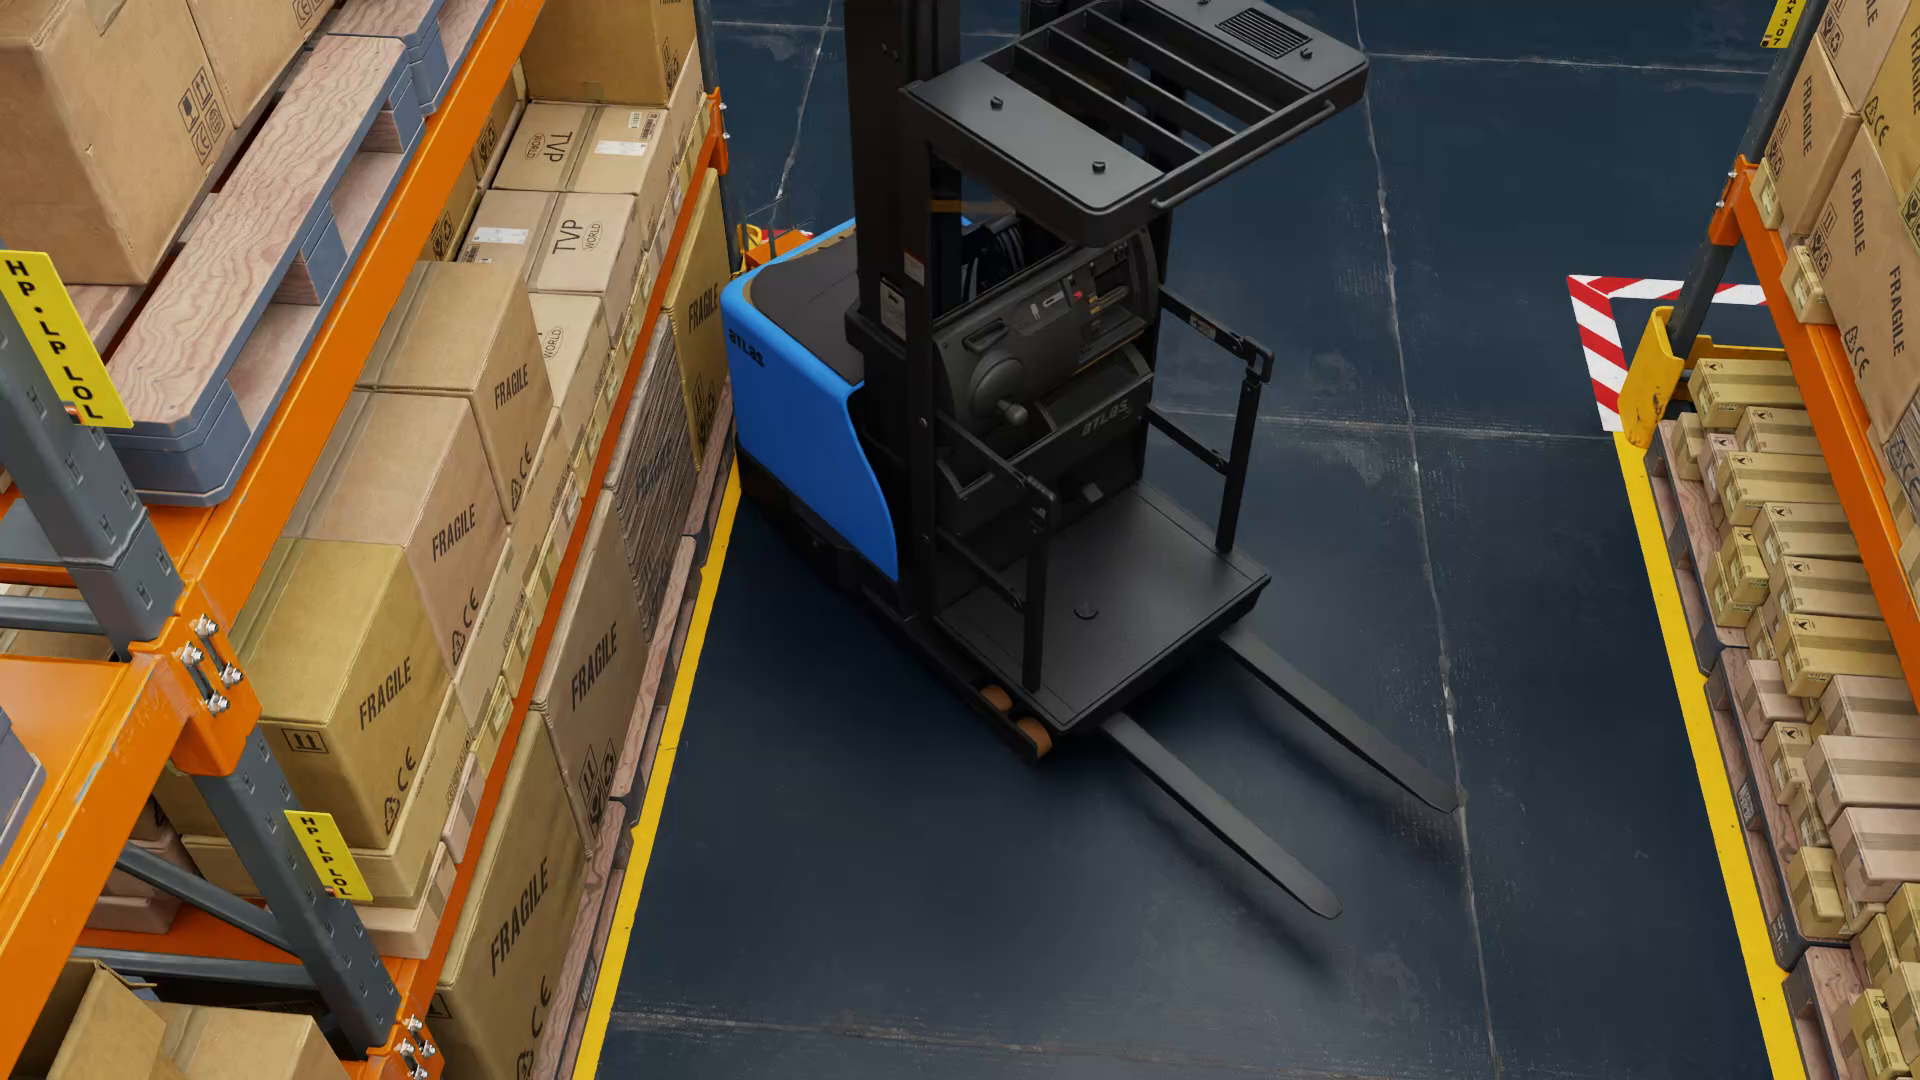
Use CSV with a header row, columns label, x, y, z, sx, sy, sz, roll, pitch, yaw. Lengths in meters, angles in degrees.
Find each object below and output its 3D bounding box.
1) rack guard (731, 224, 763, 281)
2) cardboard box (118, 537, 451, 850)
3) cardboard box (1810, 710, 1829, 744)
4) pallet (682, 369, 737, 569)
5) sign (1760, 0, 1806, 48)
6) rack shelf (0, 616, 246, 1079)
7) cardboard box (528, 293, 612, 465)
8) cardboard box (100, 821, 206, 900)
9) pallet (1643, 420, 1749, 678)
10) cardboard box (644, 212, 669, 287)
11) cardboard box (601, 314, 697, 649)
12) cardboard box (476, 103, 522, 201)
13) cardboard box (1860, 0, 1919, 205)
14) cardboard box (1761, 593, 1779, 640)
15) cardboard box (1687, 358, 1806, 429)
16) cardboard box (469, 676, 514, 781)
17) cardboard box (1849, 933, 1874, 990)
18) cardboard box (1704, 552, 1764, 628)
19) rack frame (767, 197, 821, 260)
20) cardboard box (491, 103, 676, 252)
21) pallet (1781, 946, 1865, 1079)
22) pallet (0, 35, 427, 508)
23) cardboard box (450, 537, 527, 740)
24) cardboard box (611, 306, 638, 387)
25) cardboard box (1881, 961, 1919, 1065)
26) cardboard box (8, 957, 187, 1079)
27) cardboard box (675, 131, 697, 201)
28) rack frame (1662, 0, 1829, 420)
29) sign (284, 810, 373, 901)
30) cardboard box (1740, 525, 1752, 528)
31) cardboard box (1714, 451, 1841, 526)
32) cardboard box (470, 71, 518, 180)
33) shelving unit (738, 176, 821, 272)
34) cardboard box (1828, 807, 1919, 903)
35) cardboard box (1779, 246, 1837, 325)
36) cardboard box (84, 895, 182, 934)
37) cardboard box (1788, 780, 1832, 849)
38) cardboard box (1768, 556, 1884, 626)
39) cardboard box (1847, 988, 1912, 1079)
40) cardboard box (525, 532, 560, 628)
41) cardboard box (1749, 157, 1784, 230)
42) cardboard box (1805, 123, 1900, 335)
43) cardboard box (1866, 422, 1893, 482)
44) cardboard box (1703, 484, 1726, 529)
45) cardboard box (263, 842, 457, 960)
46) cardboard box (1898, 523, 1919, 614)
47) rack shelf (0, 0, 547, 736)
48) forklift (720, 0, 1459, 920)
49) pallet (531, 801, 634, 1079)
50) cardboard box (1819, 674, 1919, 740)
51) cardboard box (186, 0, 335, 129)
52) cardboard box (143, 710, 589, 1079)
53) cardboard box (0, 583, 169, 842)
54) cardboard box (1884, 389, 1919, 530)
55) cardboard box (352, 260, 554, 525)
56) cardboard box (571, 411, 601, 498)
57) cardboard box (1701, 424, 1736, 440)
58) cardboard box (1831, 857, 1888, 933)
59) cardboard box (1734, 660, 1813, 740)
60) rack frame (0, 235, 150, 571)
label,x,y,z,sx,sy,sz,roll,pitch,yaw
rack guard,-1.464,-1.132,7.446,1.175,0.500,0.348,4,48,4
cardboard box,-1.532,0.344,3.795,0.500,0.500,0.500,4,48,4
cardboard box,3.066,0.704,5.519,0.380,0.149,0.250,6,48,5
pallet,-1.461,-0.424,6.995,1.003,0.211,1.213,4,48,4
sign,2.924,-1.879,5.849,0.100,0.325,0.005,4,48,4
rack shelf,-2.013,1.682,1.634,1.077,0.370,4.000,4,48,4
cardboard box,-1.382,-0.504,5.078,0.500,0.250,0.500,4,48,4
cardboard box,-2.052,0.590,4.078,0.500,0.250,0.500,3,48,3
pallet,3.348,0.042,6.569,1.003,0.211,1.213,4,48,4
cardboard box,-1.241,-1.029,5.829,0.380,0.149,0.250,5,48,4
cardboard box,-1.528,-0.238,6.090,0.875,0.875,0.875,4,48,4
cardboard box,-1.820,-1.291,5.798,0.500,0.250,0.500,3,48,3
cardboard box,3.119,-1.338,4.994,0.500,0.500,0.500,5,48,5
cardboard box,3.084,0.304,5.885,0.380,0.149,0.250,2,48,2
cardboard box,3.078,-0.568,6.481,0.380,0.149,0.250,2,48,2
cardboard box,-1.425,0.485,4.444,0.380,0.149,0.250,5,48,5
cardboard box,3.008,1.329,5.149,0.380,0.149,0.250,3,48,3
cardboard box,3.007,0.195,6.186,0.380,0.149,0.250,4,48,4
rack frame,-0.628,-0.836,6.702,0.240,1.200,0.006,-33,56,-27
cardboard box,-1.293,-1.261,5.771,0.500,0.250,0.500,3,48,3
pallet,3.125,1.835,4.929,1.003,0.211,1.213,4,48,4
pallet,-1.746,-0.601,3.295,1.003,0.211,1.213,4,48,4
cardboard box,-1.477,0.239,4.399,0.500,0.250,0.500,4,48,3
cardboard box,-1.285,-0.648,5.480,0.380,0.149,0.250,4,48,4
cardboard box,2.872,1.356,4.721,0.380,0.149,0.250,3,48,3
cardboard box,-1.881,1.079,2.983,0.797,0.503,0.637,3,48,3
cardboard box,-1.193,-1.398,6.166,0.380,0.149,0.250,4,48,4
rack frame,3.464,-1.550,6.135,1.000,3.000,0.127,4,48,4
sign,-1.289,0.647,3.395,0.100,0.325,0.005,4,48,4
cardboard box,3.145,-0.079,6.235,0.380,0.149,0.250,4,48,4
cardboard box,3.022,-0.181,6.127,0.380,0.149,0.250,4,48,3
cardboard box,-1.824,-1.559,5.535,0.500,0.500,0.500,3,48,3
shelving unit,-0.688,-0.887,6.748,0.258,1.200,0.189,-33,56,-27
cardboard box,2.906,0.966,5.078,0.380,0.149,0.250,2,48,2
cardboard box,3.048,-0.865,5.679,0.380,0.149,0.250,3,48,2
cardboard box,-2.129,0.820,4.137,0.380,0.149,0.250,4,48,4
cardboard box,2.981,0.951,5.495,0.380,0.149,0.250,5,48,4
cardboard box,3.047,0.210,5.769,0.380,0.149,0.250,6,48,5
cardboard box,2.831,1.459,4.829,0.380,0.149,0.250,2,48,2
cardboard box,-1.380,0.103,4.793,0.380,0.149,0.250,3,48,3
cardboard box,3.108,-1.249,6.030,0.380,0.149,0.250,4,48,3
cardboard box,3.125,-0.978,5.342,0.500,0.500,0.500,4,48,4
cardboard box,3.061,-0.289,5.151,0.380,0.149,0.250,3,48,3
cardboard box,3.155,-0.168,6.518,0.380,0.149,0.250,4,48,3
cardboard box,-1.472,0.871,4.091,0.380,0.149,0.250,4,48,4
cardboard box,2.963,0.095,4.801,0.380,0.149,0.250,5,48,4
rack shelf,-1.648,-1.258,4.322,1.077,0.370,4.000,4,48,4
forklift,0.441,-0.620,5.331,1.130,2.935,3.031,-33,56,-27
pallet,-1.683,1.369,5.355,1.003,0.211,1.213,4,48,4
cardboard box,3.050,0.591,5.421,0.380,0.149,0.250,4,48,4
cardboard box,-1.766,-1.214,3.375,0.700,0.500,0.500,6,48,6
cardboard box,-1.691,1.077,4.887,0.875,0.875,0.875,4,48,4
cardboard box,-2.055,0.323,3.814,0.500,0.500,0.500,5,48,5
cardboard box,3.027,-0.244,4.671,0.500,0.500,0.500,3,48,3
cardboard box,-1.437,-0.400,4.475,0.500,0.500,0.500,3,48,2
cardboard box,-1.332,-0.274,5.138,0.380,0.149,0.250,3,48,2
cardboard box,3.161,-0.462,6.586,0.380,0.149,0.250,6,48,5
cardboard box,2.955,1.092,5.164,0.380,0.149,0.250,5,48,4
cardboard box,2.969,0.566,5.847,0.380,0.149,0.250,2,48,2
rack frame,-1.831,-1.043,1.606,1.000,3.000,0.127,4,48,4
